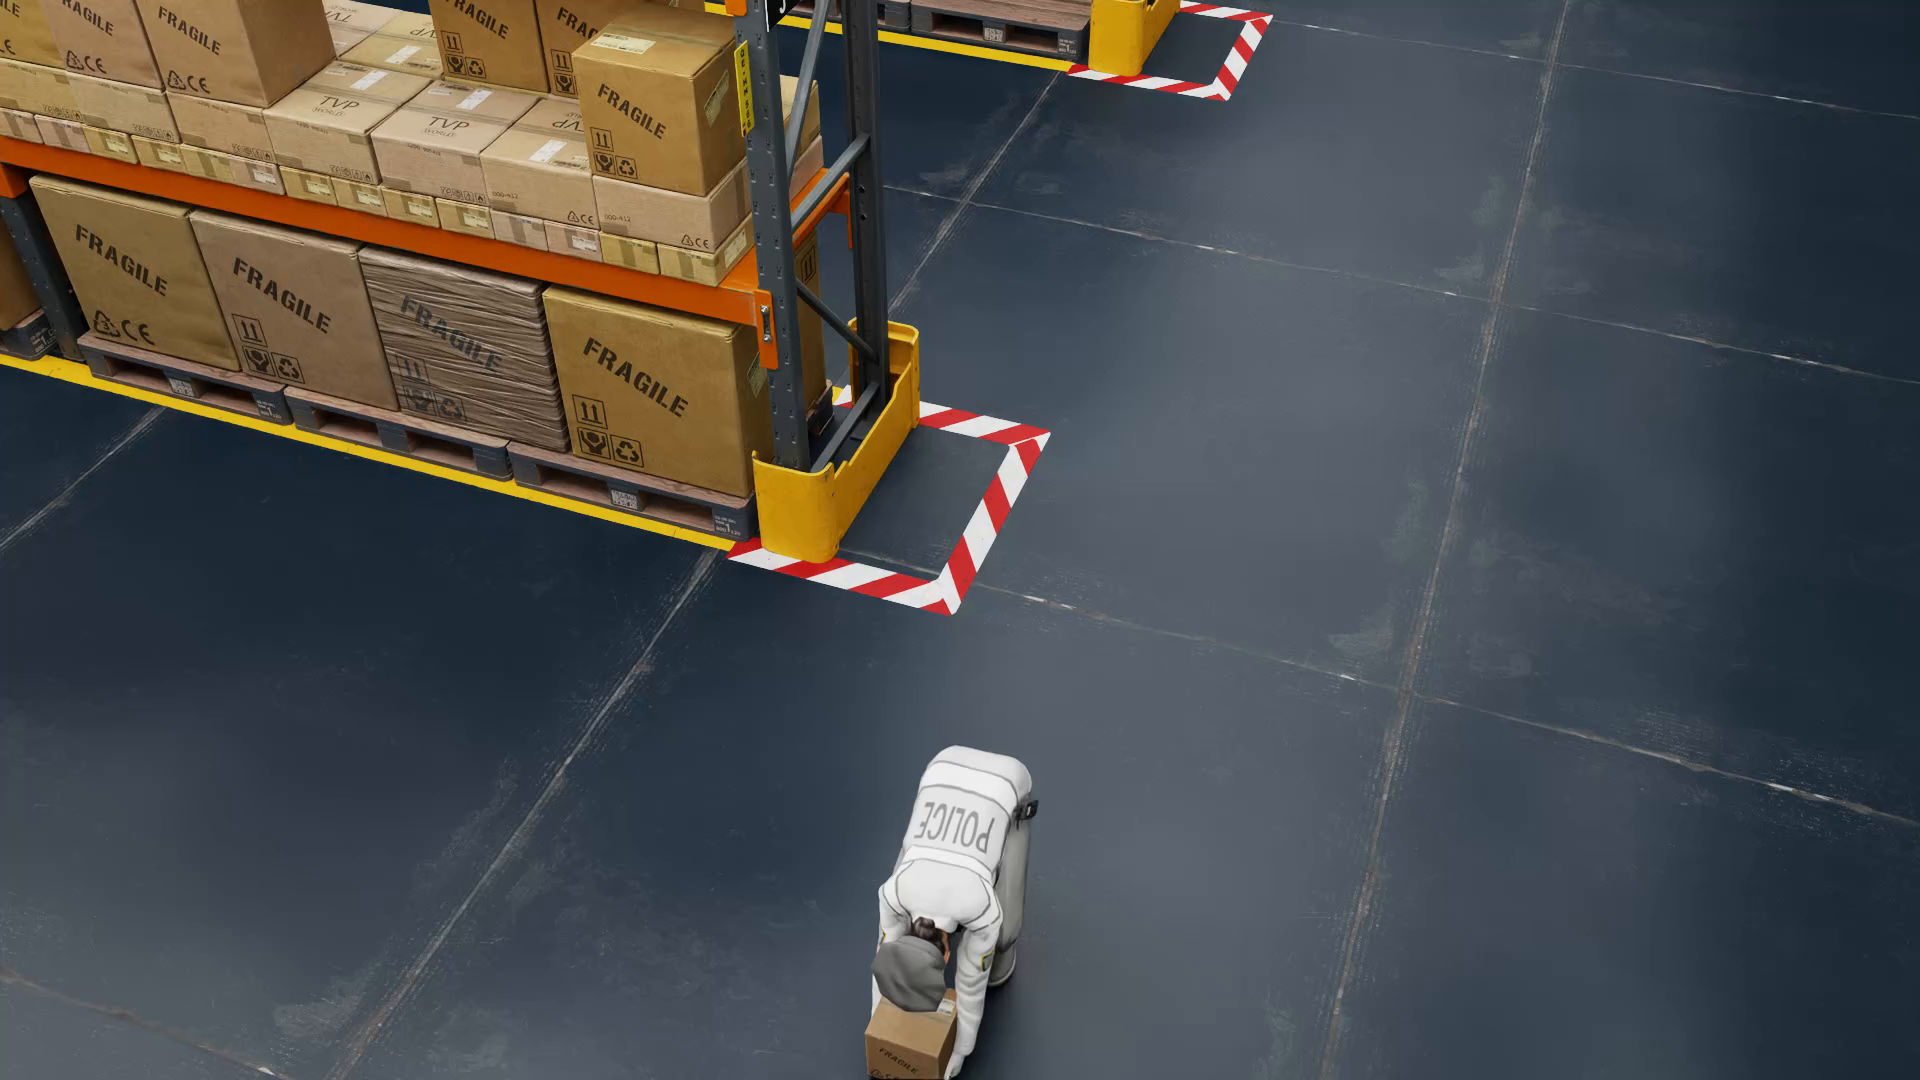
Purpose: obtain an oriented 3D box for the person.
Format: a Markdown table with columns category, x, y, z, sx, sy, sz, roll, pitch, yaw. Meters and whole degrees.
| category | x | y | z | sx | sy | sz | roll | pitch | yaw |
| --- | --- | --- | --- | --- | --- | --- | --- | --- | --- |
| person | -0.019 | 1.215 | 5.444 | 0.461 | 0.832 | 0.893 | 12 | 43 | 13 |
